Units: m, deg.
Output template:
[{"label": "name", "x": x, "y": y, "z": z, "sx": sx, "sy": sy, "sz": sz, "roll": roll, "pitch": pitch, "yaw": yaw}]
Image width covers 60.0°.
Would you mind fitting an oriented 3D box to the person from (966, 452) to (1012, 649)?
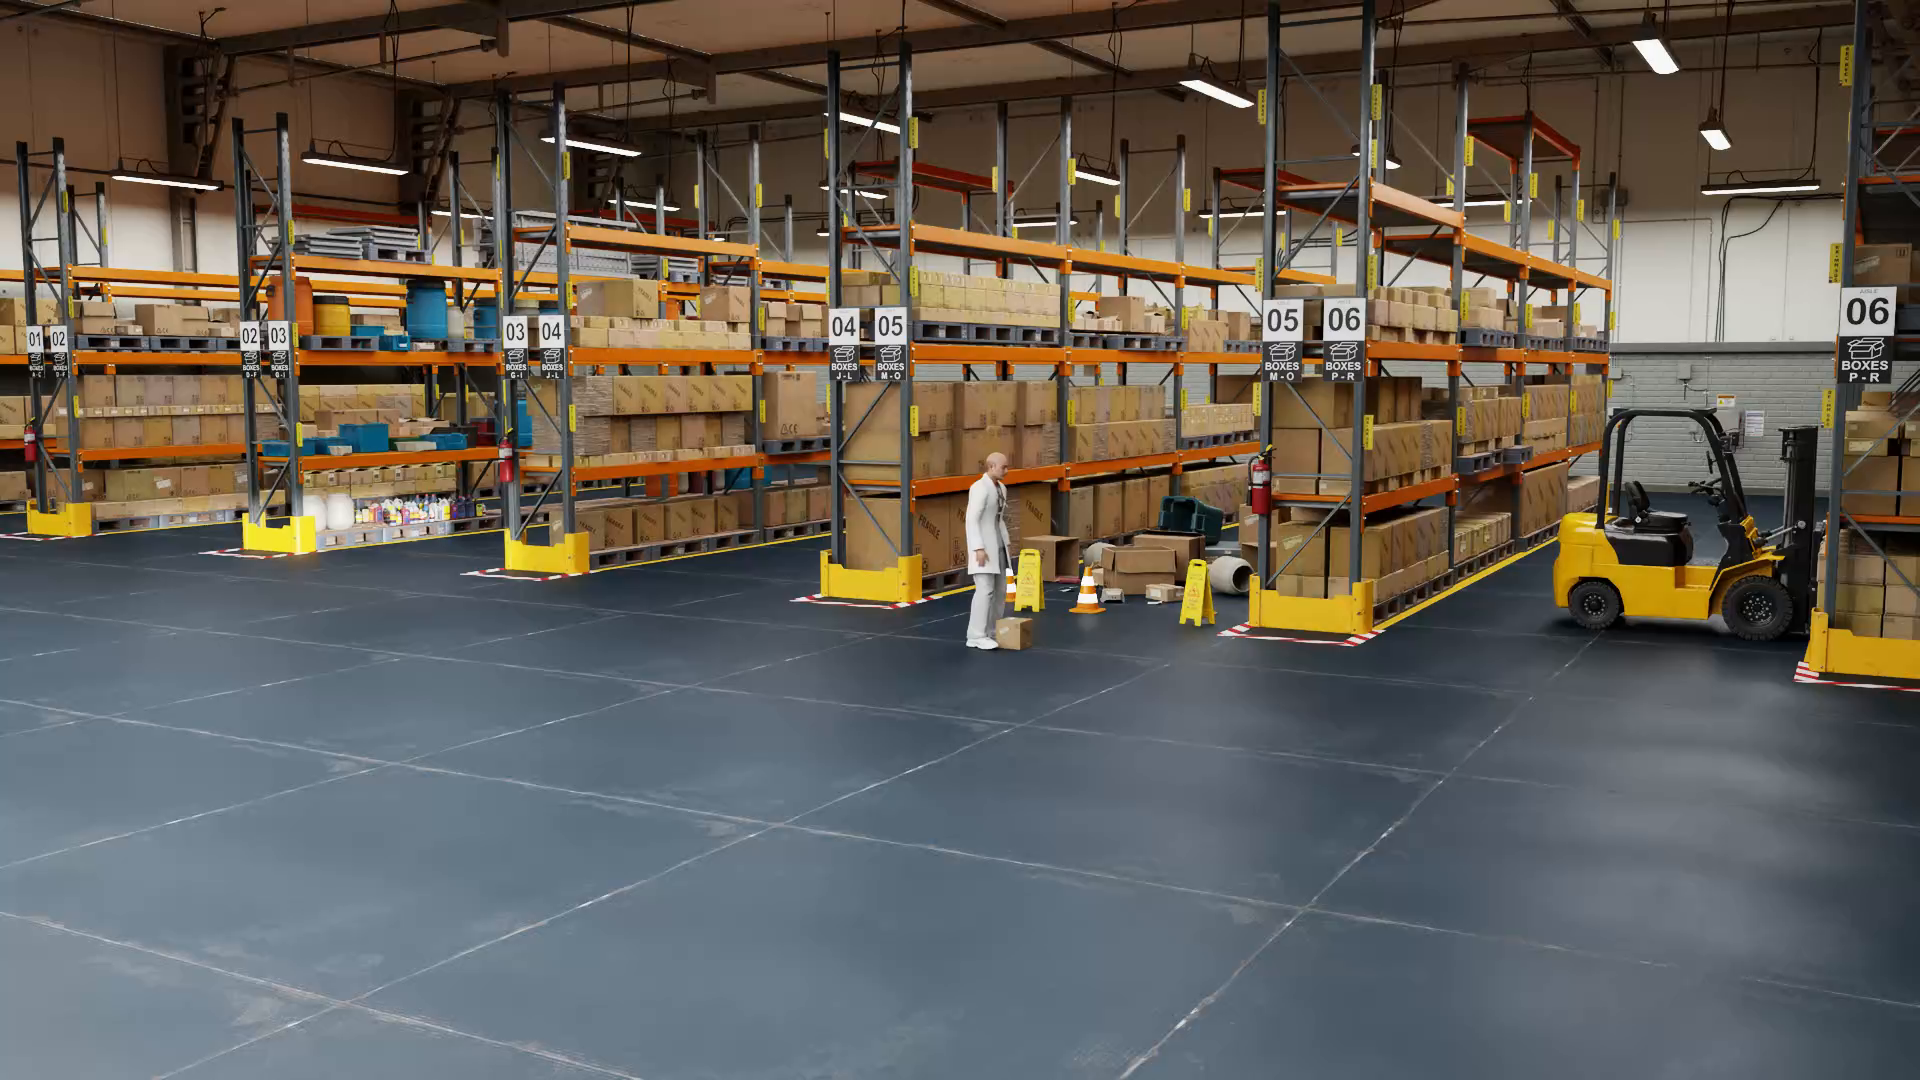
[{"label": "person", "x": 0.277, "y": 0.083, "z": 15.246, "sx": 0.417, "sy": 1.774, "sz": 0.650, "roll": 3, "pitch": 7, "yaw": 28}]
